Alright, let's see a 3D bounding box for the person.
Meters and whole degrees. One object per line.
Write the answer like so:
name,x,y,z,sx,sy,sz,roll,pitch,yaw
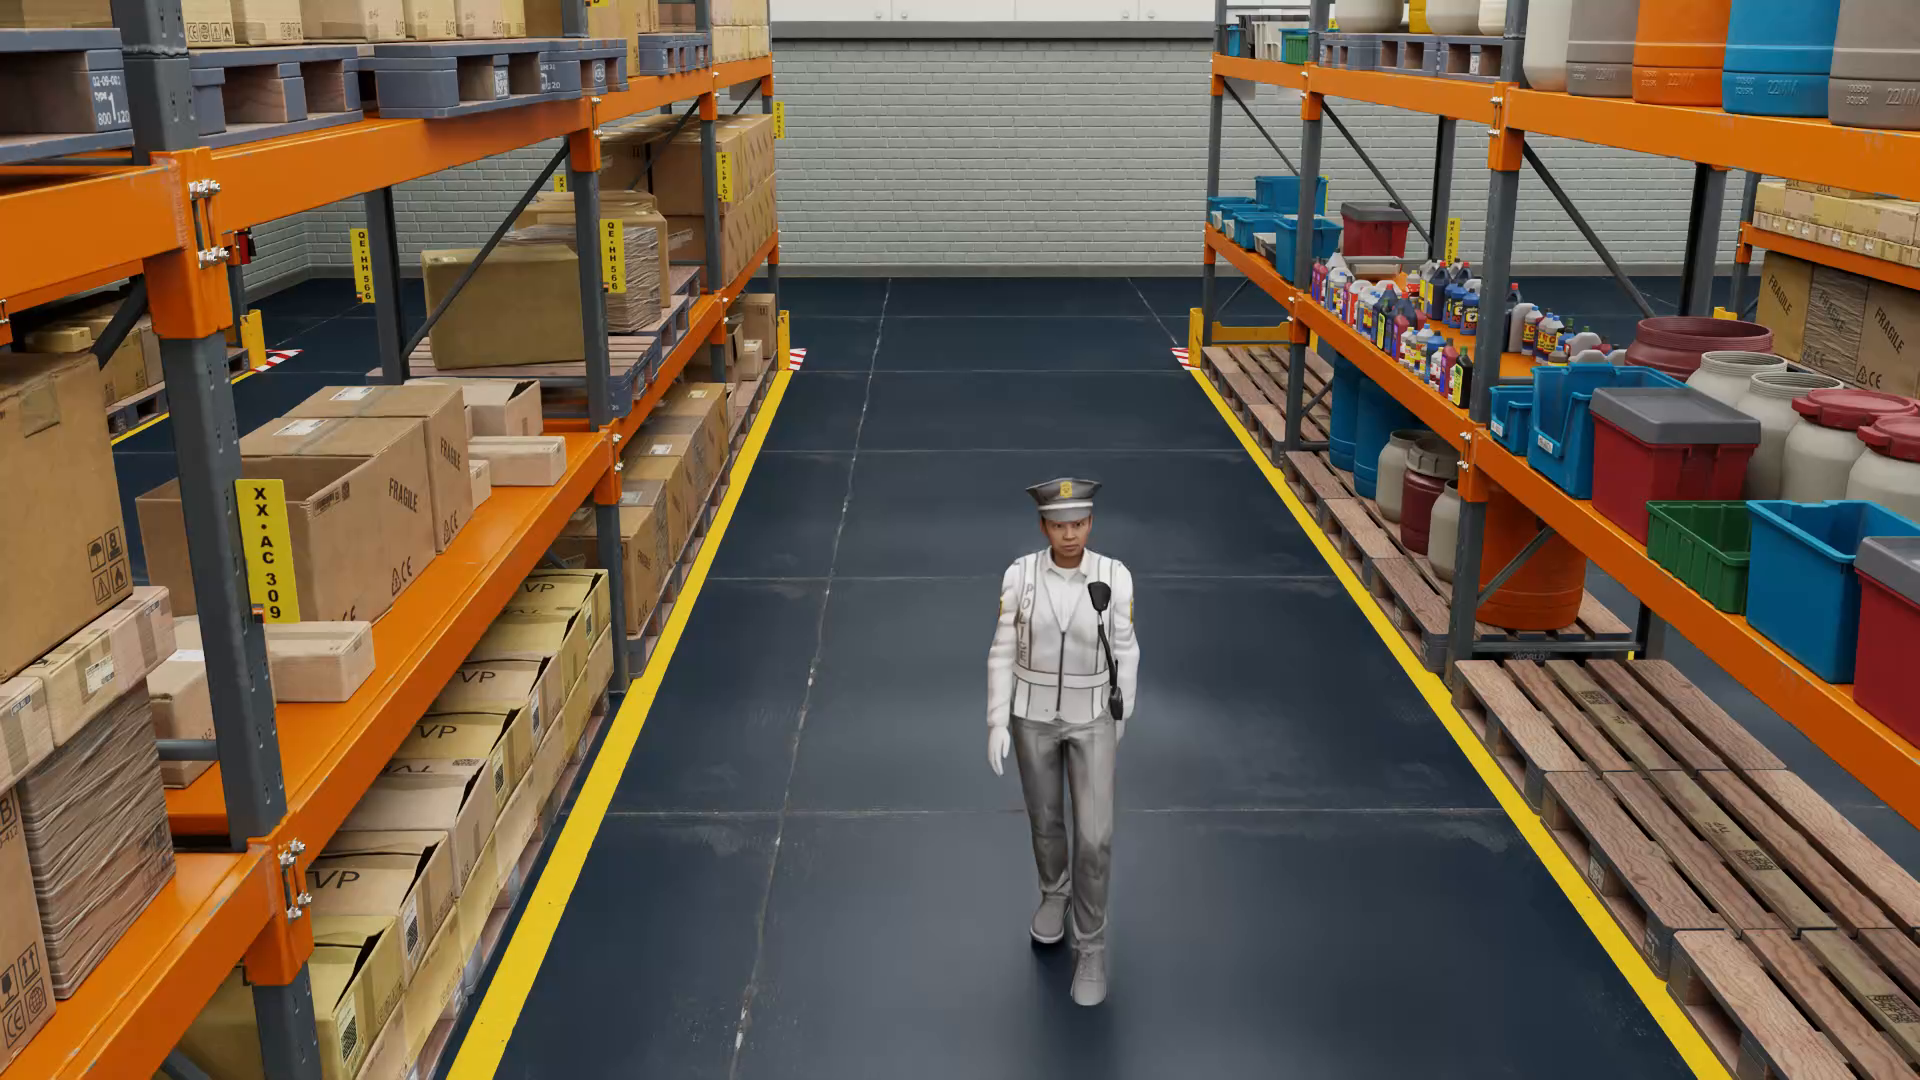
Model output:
person,0.328,0.642,5.481,0.491,1.747,0.585,3,17,9
